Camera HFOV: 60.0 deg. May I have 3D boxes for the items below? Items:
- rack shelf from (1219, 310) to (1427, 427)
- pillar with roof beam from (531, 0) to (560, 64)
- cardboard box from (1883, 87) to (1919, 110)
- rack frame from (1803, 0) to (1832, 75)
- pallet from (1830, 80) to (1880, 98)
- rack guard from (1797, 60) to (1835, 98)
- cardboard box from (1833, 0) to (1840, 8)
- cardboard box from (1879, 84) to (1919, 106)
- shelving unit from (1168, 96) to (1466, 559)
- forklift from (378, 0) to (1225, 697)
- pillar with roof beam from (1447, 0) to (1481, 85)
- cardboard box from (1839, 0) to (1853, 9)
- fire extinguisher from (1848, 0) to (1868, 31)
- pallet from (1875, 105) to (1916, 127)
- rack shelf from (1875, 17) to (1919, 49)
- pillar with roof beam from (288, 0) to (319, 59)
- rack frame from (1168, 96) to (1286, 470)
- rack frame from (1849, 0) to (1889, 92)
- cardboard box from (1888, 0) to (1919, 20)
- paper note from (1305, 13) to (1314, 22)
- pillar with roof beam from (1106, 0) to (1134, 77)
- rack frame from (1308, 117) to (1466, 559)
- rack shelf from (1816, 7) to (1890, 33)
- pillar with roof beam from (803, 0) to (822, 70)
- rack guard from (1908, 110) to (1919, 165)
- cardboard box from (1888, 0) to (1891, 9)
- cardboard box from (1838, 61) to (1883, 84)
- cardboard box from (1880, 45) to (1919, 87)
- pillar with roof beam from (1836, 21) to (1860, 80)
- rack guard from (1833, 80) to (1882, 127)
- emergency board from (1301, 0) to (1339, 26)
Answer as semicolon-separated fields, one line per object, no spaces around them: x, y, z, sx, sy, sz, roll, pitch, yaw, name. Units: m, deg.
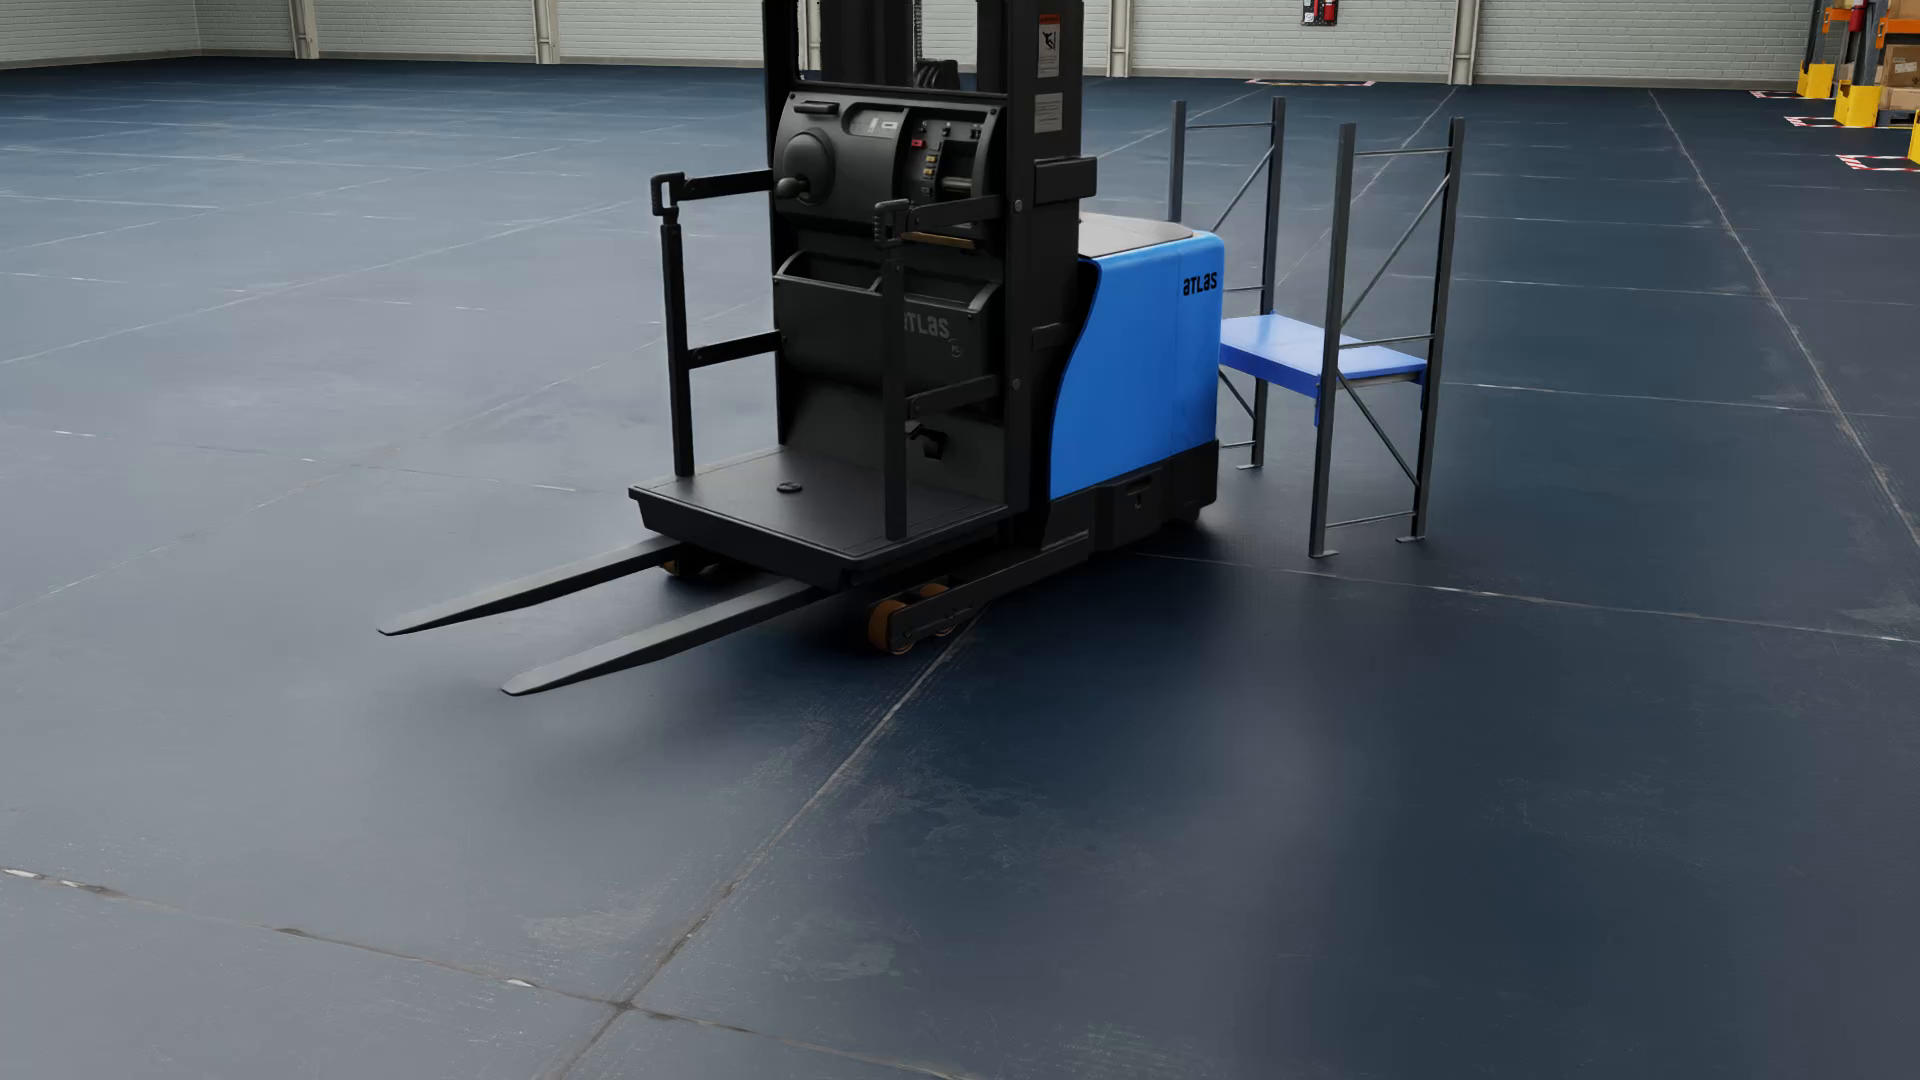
1.253;-0.663;6.246;0.538;0.185;1.000;-9;21;-24;rack shelf
-9.843;-12.674;28.765;0.400;9.000;9.100;7;20;18;pillar with roof beam
12.107;-5.626;21.199;0.500;0.250;0.500;7;20;18;cardboard box
13.296;-8.394;25.600;0.127;3.000;1.000;7;20;18;rack frame
14.124;-6.970;25.753;1.213;0.211;1.003;7;20;18;pallet
13.368;-7.206;25.988;0.348;0.500;1.175;7;20;18;rack guard
13.801;-8.343;25.650;0.500;0.250;0.500;7;20;19;cardboard box
12.277;-5.787;21.661;0.500;0.250;0.500;7;20;18;cardboard box
1.253;-0.833;6.187;0.538;1.500;1.048;-9;21;-24;shelving unit
-0.385;-1.221;5.127;1.130;2.935;3.031;16;25;39;forklift
7.161;-10.730;23.187;0.400;9.000;9.100;7;20;18;pillar with roof beam
13.653;-8.181;25.187;0.500;0.250;0.500;6;20;16;cardboard box
11.715;-6.974;21.644;0.183;0.674;0.296;7;20;18;fire extinguisher
12.410;-5.467;21.440;1.213;0.211;1.003;7;20;18;pallet
13.563;-6.298;20.679;4.000;0.370;1.077;7;20;18;rack shelf
-15.510;-13.322;30.624;0.400;9.000;9.100;7;20;18;pillar with roof beam
1.036;-0.984;6.621;0.500;1.500;0.032;-9;21;-24;rack frame
11.674;-6.854;21.181;0.127;3.000;1.000;7;20;18;rack frame
12.111;-6.846;21.008;0.500;0.500;0.700;7;20;18;cardboard box
6.107;-9.139;29.076;0.142;0.148;0.016;7;20;18;paper note
1.493;-11.378;25.046;0.400;9.000;9.100;7;20;18;pillar with roof beam
1.470;-0.681;5.752;0.500;1.500;0.032;-9;21;-24;rack frame
15.185;-7.838;25.099;4.000;0.370;1.077;7;20;18;rack shelf
-4.175;-12.026;26.905;0.400;9.000;9.100;7;20;18;pillar with roof beam
10.132;-4.140;17.193;0.348;0.500;1.175;7;20;18;rack guard
14.148;-8.130;25.039;0.500;0.250;0.500;6;20;16;cardboard box
13.920;-7.230;25.676;0.500;0.311;0.500;4;20;12;cardboard box
12.278;-6.142;21.540;0.500;0.500;0.500;7;20;18;cardboard box
12.828;-10.082;21.328;0.400;9.000;9.100;7;20;18;pillar with roof beam
11.651;-5.676;21.599;0.348;0.500;1.175;7;20;18;rack guard
6.251;-9.514;28.814;0.643;1.169;0.194;7;20;18;emergency board
